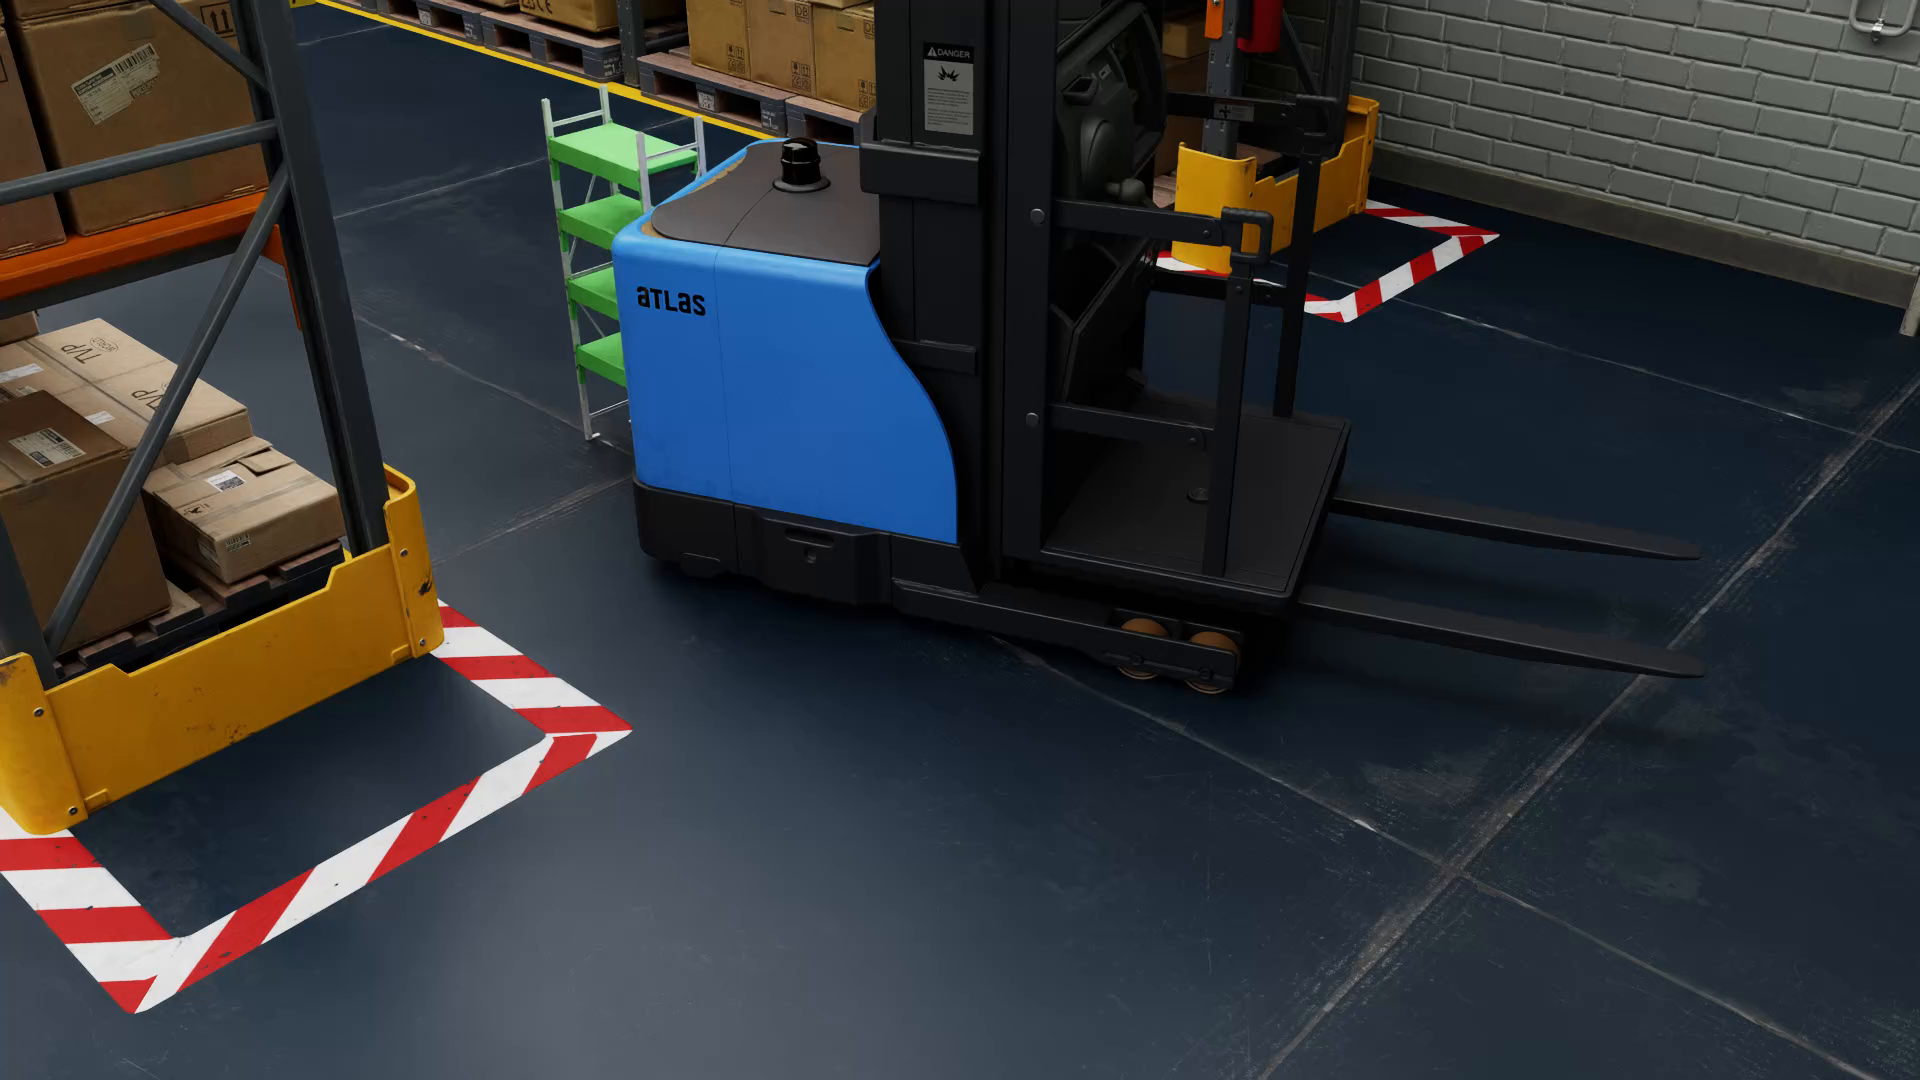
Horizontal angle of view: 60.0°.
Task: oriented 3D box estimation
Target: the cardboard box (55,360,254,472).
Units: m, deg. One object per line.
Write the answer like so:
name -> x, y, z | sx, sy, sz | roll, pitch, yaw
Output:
cardboard box -> -2.500, -0.288, 5.059 | 0.500, 0.250, 0.500 | 25, 39, 35

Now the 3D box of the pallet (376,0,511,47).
pallet -> -3.092, -3.553, 10.948 | 1.213, 0.211, 1.003 | 25, 39, 35

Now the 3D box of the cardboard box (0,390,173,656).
cardboard box -> -2.485, -0.019, 4.370 | 0.500, 0.500, 0.500 | 25, 39, 35

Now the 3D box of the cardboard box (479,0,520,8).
cardboard box -> -2.791, -3.828, 10.378 | 0.750, 0.750, 0.750 | 26, 40, 36

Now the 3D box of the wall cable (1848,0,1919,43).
wall cable -> 2.989, -3.057, 6.434 | 1.851, 1.984, 0.084 | 25, 39, 35

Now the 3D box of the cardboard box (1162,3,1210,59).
cardboard box -> 1.046, -2.327, 7.595 | 0.250, 0.149, 0.380 | 25, 39, 35

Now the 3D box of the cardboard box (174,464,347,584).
cardboard box -> -1.996, -0.051, 4.764 | 0.250, 0.149, 0.380 | 25, 39, 35

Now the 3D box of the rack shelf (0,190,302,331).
rack shelf -> -3.399, -1.191, 5.018 | 4.000, 0.370, 1.077 | 25, 39, 35

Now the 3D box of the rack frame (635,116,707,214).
rack frame -> -0.874, -0.734, 5.306 | 0.015, 1.200, 0.240 | 26, 40, 36

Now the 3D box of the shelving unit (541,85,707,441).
shelving unit -> -1.050, -0.821, 5.451 | 0.503, 1.200, 0.258 | 26, 40, 36

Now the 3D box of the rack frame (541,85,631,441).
rack frame -> -1.226, -0.908, 5.596 | 0.015, 1.200, 0.240 | 26, 40, 36

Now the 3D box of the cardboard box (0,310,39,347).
cardboard box -> -3.485, -0.663, 5.436 | 0.637, 0.503, 0.797 | 25, 39, 35

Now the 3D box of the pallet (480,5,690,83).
pallet -> -2.183, -3.131, 10.246 | 1.213, 0.211, 1.003 | 25, 39, 35

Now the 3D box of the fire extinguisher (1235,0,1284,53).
fire extinguisher -> 1.207, -2.281, 6.568 | 0.183, 0.674, 0.296 | 25, 39, 35

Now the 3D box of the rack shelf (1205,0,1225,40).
rack shelf -> -0.078, -3.087, 8.167 | 4.000, 0.370, 1.077 | 25, 39, 35

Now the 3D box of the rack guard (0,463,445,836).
rack guard -> -1.972, 0.237, 4.371 | 0.348, 0.500, 1.175 | 25, 39, 35

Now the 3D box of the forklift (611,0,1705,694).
forklift -> 0.591, -1.145, 4.311 | 3.031, 2.935, 1.130 | 11, 33, 17

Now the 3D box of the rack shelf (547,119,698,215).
rack shelf -> -1.050, -1.178, 5.236 | 0.480, 0.148, 0.258 | 26, 40, 36

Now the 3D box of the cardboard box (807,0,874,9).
cardboard box -> -0.556, -2.807, 8.393 | 0.250, 0.149, 0.380 | 24, 38, 34

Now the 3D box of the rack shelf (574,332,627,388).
rack shelf -> -1.050, -0.561, 5.608 | 0.480, 0.148, 0.258 | 26, 40, 36

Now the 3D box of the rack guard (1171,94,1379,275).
rack guard -> 1.423, -1.624, 7.463 | 0.348, 0.500, 1.175 | 25, 39, 35

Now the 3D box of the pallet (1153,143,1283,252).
pallet -> 0.760, -1.755, 7.961 | 1.213, 0.211, 1.003 | 25, 39, 35

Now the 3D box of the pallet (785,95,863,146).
pallet -> -0.141, -2.177, 8.662 | 1.213, 0.211, 1.003 | 25, 39, 35

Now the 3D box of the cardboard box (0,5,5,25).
cardboard box -> -2.431, -1.328, 3.481 | 0.500, 0.500, 0.500 | 25, 39, 35

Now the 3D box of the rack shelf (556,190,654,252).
rack shelf -> -1.050, -0.972, 5.360 | 0.480, 0.148, 0.258 | 26, 40, 36

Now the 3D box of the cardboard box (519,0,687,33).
cardboard box -> -2.130, -3.522, 9.869 | 0.750, 0.750, 0.750 | 26, 39, 36

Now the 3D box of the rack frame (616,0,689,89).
rack frame -> -1.561, -4.087, 9.131 | 0.127, 3.000, 1.000 | 25, 39, 35

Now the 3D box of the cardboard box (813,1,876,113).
cardboard box -> -0.326, -2.545, 8.585 | 0.500, 0.500, 0.700 | 26, 40, 36

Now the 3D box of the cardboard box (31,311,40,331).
cardboard box -> -3.713, -0.880, 5.984 | 0.500, 0.311, 0.500 | 25, 39, 35

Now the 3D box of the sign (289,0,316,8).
sign -> -1.552, -1.386, 3.804 | 0.005, 0.325, 0.100 | 25, 39, 35

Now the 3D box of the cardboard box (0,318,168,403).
cardboard box -> -2.870, -0.461, 5.346 | 0.500, 0.250, 0.500 | 25, 39, 35

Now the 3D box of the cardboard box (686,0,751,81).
cardboard box -> -1.075, -2.898, 9.173 | 0.500, 0.500, 0.700 | 26, 39, 36

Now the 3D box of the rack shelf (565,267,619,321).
rack shelf -> -1.050, -0.767, 5.484 | 0.480, 0.148, 0.258 | 26, 40, 36

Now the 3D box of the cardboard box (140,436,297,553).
cardboard box -> -2.181, -0.145, 4.903 | 0.250, 0.166, 0.380 | 25, 39, 35

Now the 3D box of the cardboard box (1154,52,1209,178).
cardboard box -> 0.819, -2.016, 7.707 | 0.500, 0.500, 0.700 | 25, 39, 35

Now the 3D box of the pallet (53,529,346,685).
pallet -> -2.564, 0.085, 4.904 | 1.213, 0.211, 1.003 | 25, 39, 35

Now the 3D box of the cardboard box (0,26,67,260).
cardboard box -> -2.431, -0.901, 3.742 | 0.500, 0.500, 0.500 | 26, 40, 36

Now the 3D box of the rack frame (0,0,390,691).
rack frame -> -1.916, -0.808, 3.683 | 0.127, 3.000, 1.000 | 25, 39, 35

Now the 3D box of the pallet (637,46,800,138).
pallet -> -1.049, -2.600, 9.364 | 1.213, 0.211, 1.003 | 25, 39, 35

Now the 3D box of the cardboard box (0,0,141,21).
cardboard box -> -2.068, -1.533, 3.822 | 0.500, 0.500, 0.500 | 26, 40, 36

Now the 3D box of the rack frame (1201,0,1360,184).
rack frame -> 1.405, -2.703, 6.832 | 0.127, 3.000, 1.000 | 25, 39, 35

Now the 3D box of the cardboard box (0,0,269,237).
cardboard box -> -2.068, -1.105, 4.080 | 0.500, 0.500, 0.500 | 26, 40, 36

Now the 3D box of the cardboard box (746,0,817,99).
cardboard box -> -0.705, -2.723, 8.882 | 0.500, 0.500, 0.700 | 25, 39, 35

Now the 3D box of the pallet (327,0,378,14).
pallet -> -3.992, -3.975, 11.649 | 1.213, 0.211, 1.003 | 25, 39, 35
